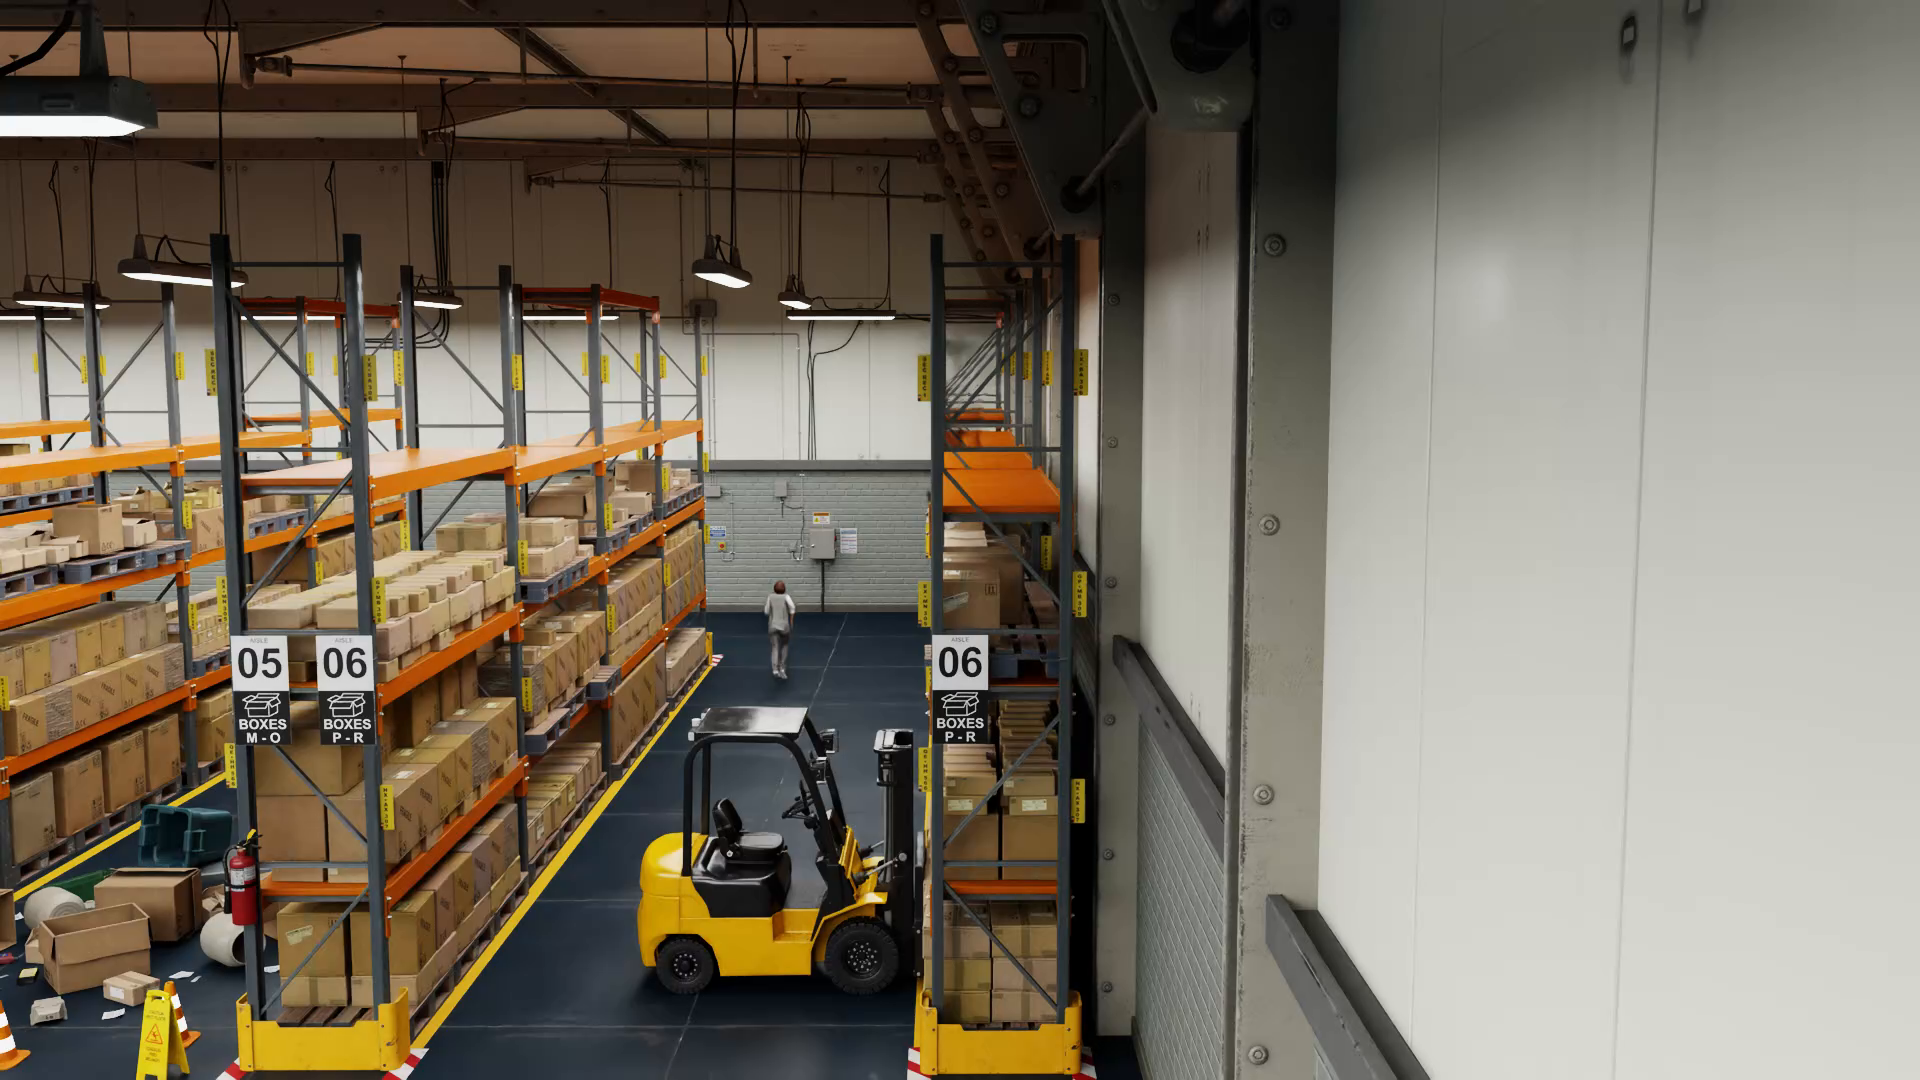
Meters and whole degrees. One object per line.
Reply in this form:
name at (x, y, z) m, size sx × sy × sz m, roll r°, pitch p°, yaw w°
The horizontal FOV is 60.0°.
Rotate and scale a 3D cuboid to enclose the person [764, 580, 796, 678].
person at (-2.881, 1.480, 26.571) m, size 0.539 × 1.647 × 0.811 m, roll 0°, pitch 6°, yaw 1°
